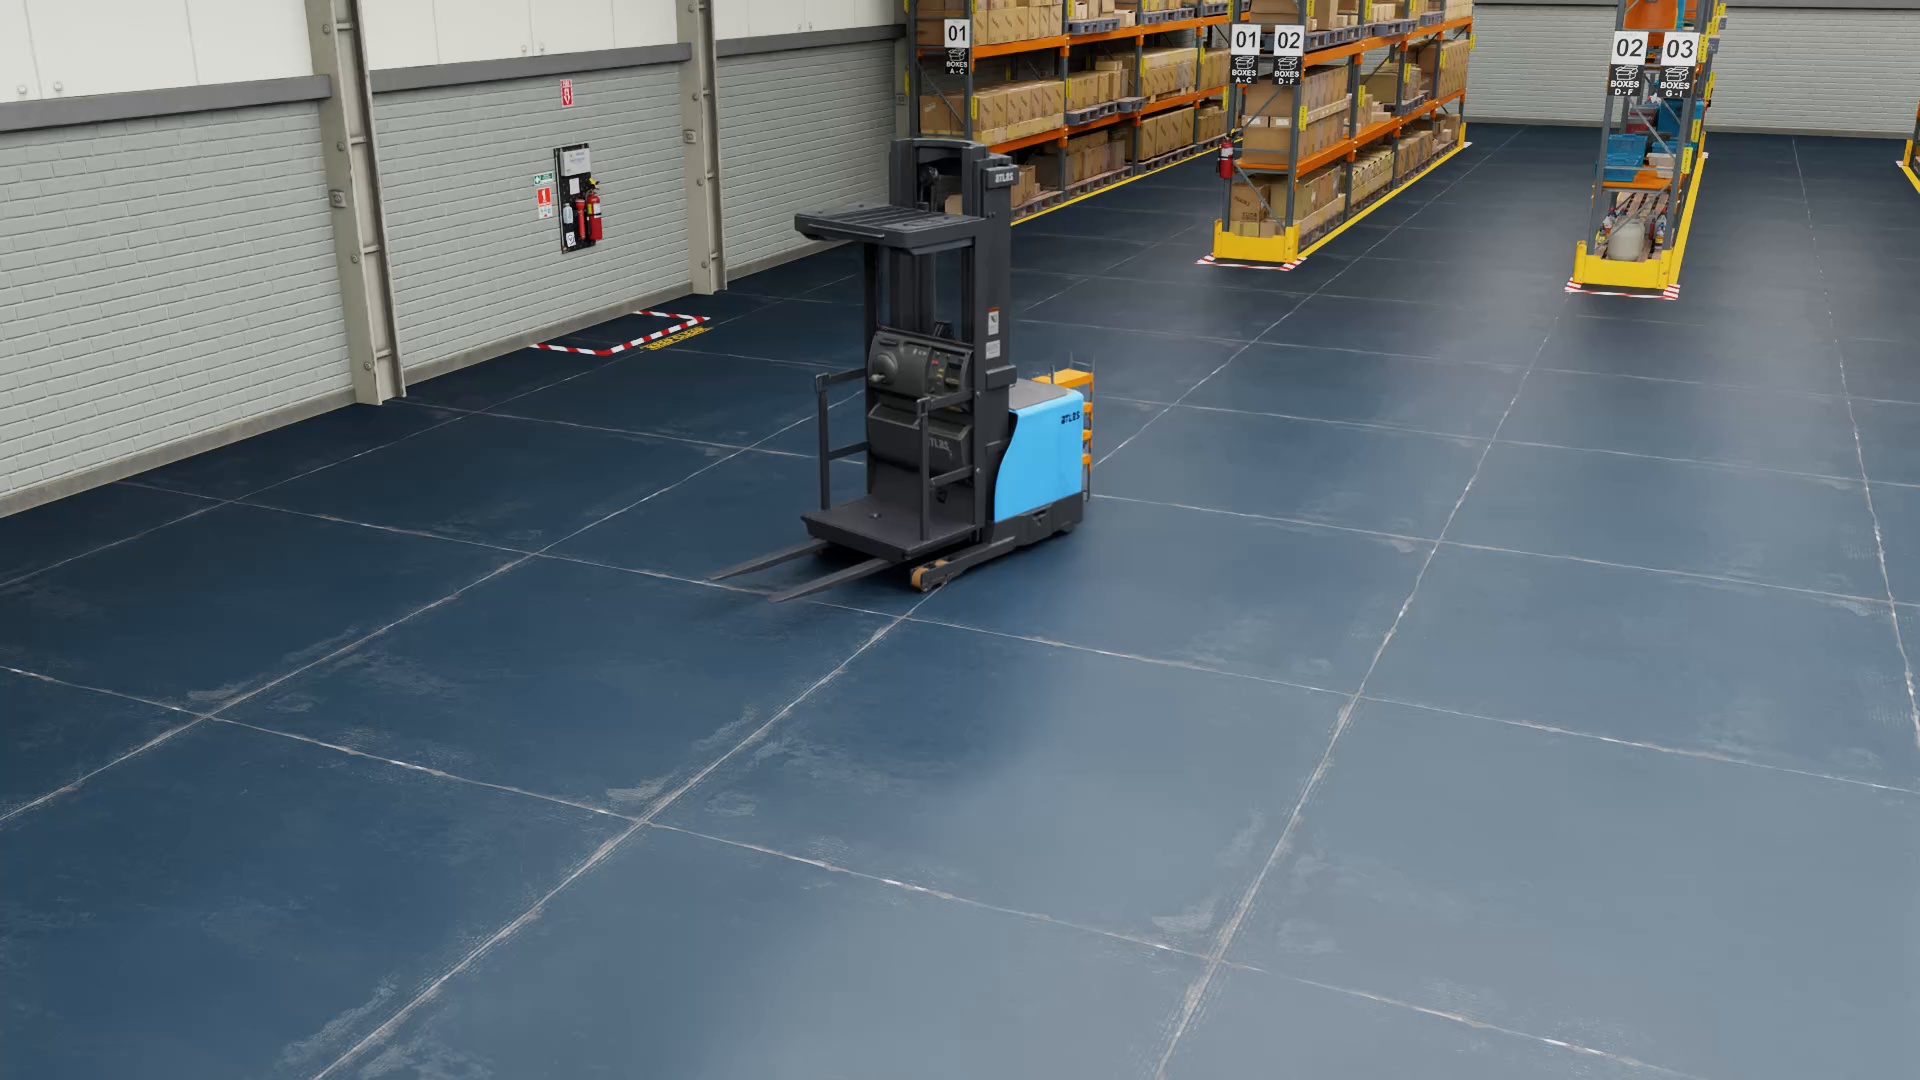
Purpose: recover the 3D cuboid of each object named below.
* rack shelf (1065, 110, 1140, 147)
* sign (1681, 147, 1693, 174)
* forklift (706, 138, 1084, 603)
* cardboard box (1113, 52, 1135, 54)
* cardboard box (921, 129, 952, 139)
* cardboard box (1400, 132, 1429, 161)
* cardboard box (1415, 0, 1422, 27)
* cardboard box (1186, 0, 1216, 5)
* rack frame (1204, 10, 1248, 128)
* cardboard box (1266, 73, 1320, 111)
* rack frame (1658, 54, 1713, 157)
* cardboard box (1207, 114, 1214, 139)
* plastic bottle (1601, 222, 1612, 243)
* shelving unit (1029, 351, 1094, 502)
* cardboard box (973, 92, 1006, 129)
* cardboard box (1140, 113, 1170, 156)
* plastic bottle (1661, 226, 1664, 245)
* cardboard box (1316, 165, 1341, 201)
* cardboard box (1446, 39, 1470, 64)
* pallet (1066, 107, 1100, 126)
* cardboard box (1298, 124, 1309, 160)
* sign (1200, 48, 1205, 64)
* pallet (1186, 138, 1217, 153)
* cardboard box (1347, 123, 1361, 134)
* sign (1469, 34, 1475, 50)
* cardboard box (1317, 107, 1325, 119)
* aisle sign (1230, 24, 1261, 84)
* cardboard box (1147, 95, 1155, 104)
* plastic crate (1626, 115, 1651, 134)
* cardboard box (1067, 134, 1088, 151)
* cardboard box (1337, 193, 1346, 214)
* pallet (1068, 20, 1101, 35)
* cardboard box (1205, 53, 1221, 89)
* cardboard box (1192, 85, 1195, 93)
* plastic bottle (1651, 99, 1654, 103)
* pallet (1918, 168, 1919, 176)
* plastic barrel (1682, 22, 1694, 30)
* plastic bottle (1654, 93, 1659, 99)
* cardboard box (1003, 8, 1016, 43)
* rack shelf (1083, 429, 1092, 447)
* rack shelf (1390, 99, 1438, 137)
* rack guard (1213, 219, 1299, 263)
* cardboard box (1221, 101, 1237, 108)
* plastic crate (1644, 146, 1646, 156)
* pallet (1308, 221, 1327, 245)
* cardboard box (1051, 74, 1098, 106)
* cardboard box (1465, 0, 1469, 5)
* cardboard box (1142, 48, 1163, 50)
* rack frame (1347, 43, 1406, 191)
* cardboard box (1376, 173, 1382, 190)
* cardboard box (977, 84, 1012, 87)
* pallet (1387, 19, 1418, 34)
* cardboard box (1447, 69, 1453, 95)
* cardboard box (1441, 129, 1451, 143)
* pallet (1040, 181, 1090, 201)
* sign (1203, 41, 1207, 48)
[{"bbox_3d":[2.168,-7.634,30.530,1.077,0.370,4.000,9,21,23],"label":"rack shelf"},{"bbox_3d":[9.249,-4.833,21.168,0.100,0.325,0.005,9,21,23],"label":"sign"},{"bbox_3d":[-0.429,-1.219,11.521,1.130,2.935,3.031,17,26,40],"label":"forklift"},{"bbox_3d":[3.365,-9.622,33.307,0.500,0.250,0.500,8,21,21],"label":"cardboard box"},{"bbox_3d":[-0.274,-6.247,25.751,0.500,0.250,0.500,9,21,23],"label":"cardboard box"},{"bbox_3d":[8.995,-7.817,33.048,0.500,0.500,0.500,9,21,23],"label":"cardboard box"},{"bbox_3d":[8.078,-9.819,30.975,0.910,0.500,0.500,9,21,23],"label":"cardboard box"},{"bbox_3d":[5.148,-11.569,35.495,0.500,0.250,0.500,8,21,23],"label":"cardboard box"},{"bbox_3d":[6.263,-11.029,39.005,1.000,3.000,0.127,9,21,23],"label":"rack frame"},{"bbox_3d":[4.872,-6.591,24.440,0.700,0.500,0.500,9,21,23],"label":"cardboard box"},{"bbox_3d":[15.301,-9.670,35.183,1.000,3.000,0.127,9,21,23],"label":"rack frame"},{"bbox_3d":[5.233,-9.194,36.949,0.700,0.500,0.500,8,21,22],"label":"cardboard box"},{"bbox_3d":[9.230,-4.398,23.766,0.152,0.276,0.135,9,21,23],"label":"plastic bottle"},{"bbox_3d":[0.786,-0.836,13.029,0.258,1.200,0.503,17,26,40],"label":"shelving unit"},{"bbox_3d":[0.392,-6.685,25.864,0.500,0.500,0.500,9,21,23],"label":"cardboard box"},{"bbox_3d":[3.772,-8.243,33.751,0.750,0.750,0.750,8,21,22],"label":"cardboard box"},{"bbox_3d":[9.885,-4.285,23.437,0.061,0.283,0.133,9,21,24],"label":"plastic bottle"},{"bbox_3d":[5.664,-5.615,26.139,0.500,0.500,0.500,9,21,23],"label":"cardboard box"},{"bbox_3d":[10.852,-10.695,36.424,0.500,0.500,0.500,8,21,22],"label":"cardboard box"},{"bbox_3d":[1.795,-7.484,29.324,1.003,0.211,1.213,9,21,23],"label":"pallet"},{"bbox_3d":[4.645,-5.809,24.177,0.700,0.500,0.500,9,22,24],"label":"cardboard box"},{"bbox_3d":[5.124,-10.243,35.185,0.100,0.325,0.005,9,21,23],"label":"sign"},{"bbox_3d":[5.008,-8.715,36.658,1.003,0.211,1.213,9,21,23],"label":"pallet"},{"bbox_3d":[6.419,-6.807,27.507,0.380,0.149,0.250,9,21,23],"label":"cardboard box"},{"bbox_3d":[11.282,-10.963,36.619,0.100,0.325,0.005,9,21,23],"label":"sign"},{"bbox_3d":[5.219,-6.373,24.794,0.380,0.149,0.250,9,21,23],"label":"cardboard box"},{"bbox_3d":[3.937,-6.705,22.966,0.394,0.787,0.004,9,21,23],"label":"aisle sign"},{"bbox_3d":[3.630,-8.689,32.770,0.380,0.149,0.250,9,22,24],"label":"cardboard box"},{"bbox_3d":[10.306,-6.222,25.392,0.402,0.464,0.583,9,21,23],"label":"plastic crate"},{"bbox_3d":[2.022,-7.266,30.378,0.500,0.250,0.500,8,21,21],"label":"cardboard box"},{"bbox_3d":[5.879,-5.413,26.690,0.500,0.250,0.500,9,21,23],"label":"cardboard box"},{"bbox_3d":[1.699,-8.860,28.709,1.213,0.211,1.003,9,21,23],"label":"pallet"},{"bbox_3d":[5.166,-10.334,36.602,0.980,0.700,0.700,8,21,21],"label":"cardboard box"},{"bbox_3d":[4.745,-9.556,35.206,0.380,0.149,0.250,9,21,23],"label":"cardboard box"},{"bbox_3d":[12.652,-7.946,30.519,0.152,0.276,0.135,9,21,23],"label":"plastic bottle"},{"bbox_3d":[19.063,-7.050,31.977,1.003,0.211,1.213,9,21,23],"label":"pallet"},{"bbox_3d":[11.718,-8.152,26.644,0.301,0.262,0.301,0,20,0],"label":"plastic barrel"},{"bbox_3d":[13.207,-8.349,31.541,0.144,0.351,0.185,9,21,23],"label":"plastic bottle"},{"bbox_3d":[0.538,-7.995,25.816,0.500,0.500,0.500,10,22,25],"label":"cardboard box"},{"bbox_3d":[0.786,-0.773,13.051,0.258,0.148,0.480,17,26,40],"label":"rack shelf"},{"bbox_3d":[8.327,-8.178,32.061,1.077,0.370,4.000,9,21,23],"label":"rack shelf"},{"bbox_3d":[4.222,-4.275,23.742,1.175,0.500,0.348,9,21,23],"label":"rack guard"},{"bbox_3d":[6.181,-10.063,38.424,0.380,0.149,0.250,8,21,22],"label":"cardboard box"},{"bbox_3d":[9.574,-5.526,23.846,0.450,0.188,0.662,9,21,23],"label":"plastic crate"},{"bbox_3d":[5.008,-4.757,25.530,1.003,0.211,1.213,9,21,23],"label":"pallet"},{"bbox_3d":[2.065,-8.142,30.080,0.700,0.500,0.500,12,23,30],"label":"cardboard box"},{"bbox_3d":[10.602,-11.584,35.566,0.500,0.250,0.500,9,21,23],"label":"cardboard box"},{"bbox_3d":[3.991,-10.091,34.624,0.500,0.250,0.500,9,21,23],"label":"cardboard box"},{"bbox_3d":[7.508,-7.905,30.221,1.000,3.000,0.127,9,21,23],"label":"rack frame"},{"bbox_3d":[7.098,-6.302,29.189,0.500,0.250,0.500,9,22,24],"label":"cardboard box"},{"bbox_3d":[0.542,-7.229,27.394,0.500,0.500,0.500,9,22,24],"label":"cardboard box"},{"bbox_3d":[7.312,-9.010,29.132,1.213,0.211,1.003,10,22,25],"label":"pallet"},{"bbox_3d":[10.017,-9.603,34.846,0.500,0.500,0.500,8,21,22],"label":"cardboard box"},{"bbox_3d":[10.369,-8.776,36.117,0.500,0.250,0.500,9,21,23],"label":"cardboard box"},{"bbox_3d":[1.667,-6.285,29.828,1.003,0.211,1.213,9,21,23],"label":"pallet"},{"bbox_3d":[5.759,-11.553,39.066,0.100,0.325,0.005,9,21,23],"label":"sign"}]
